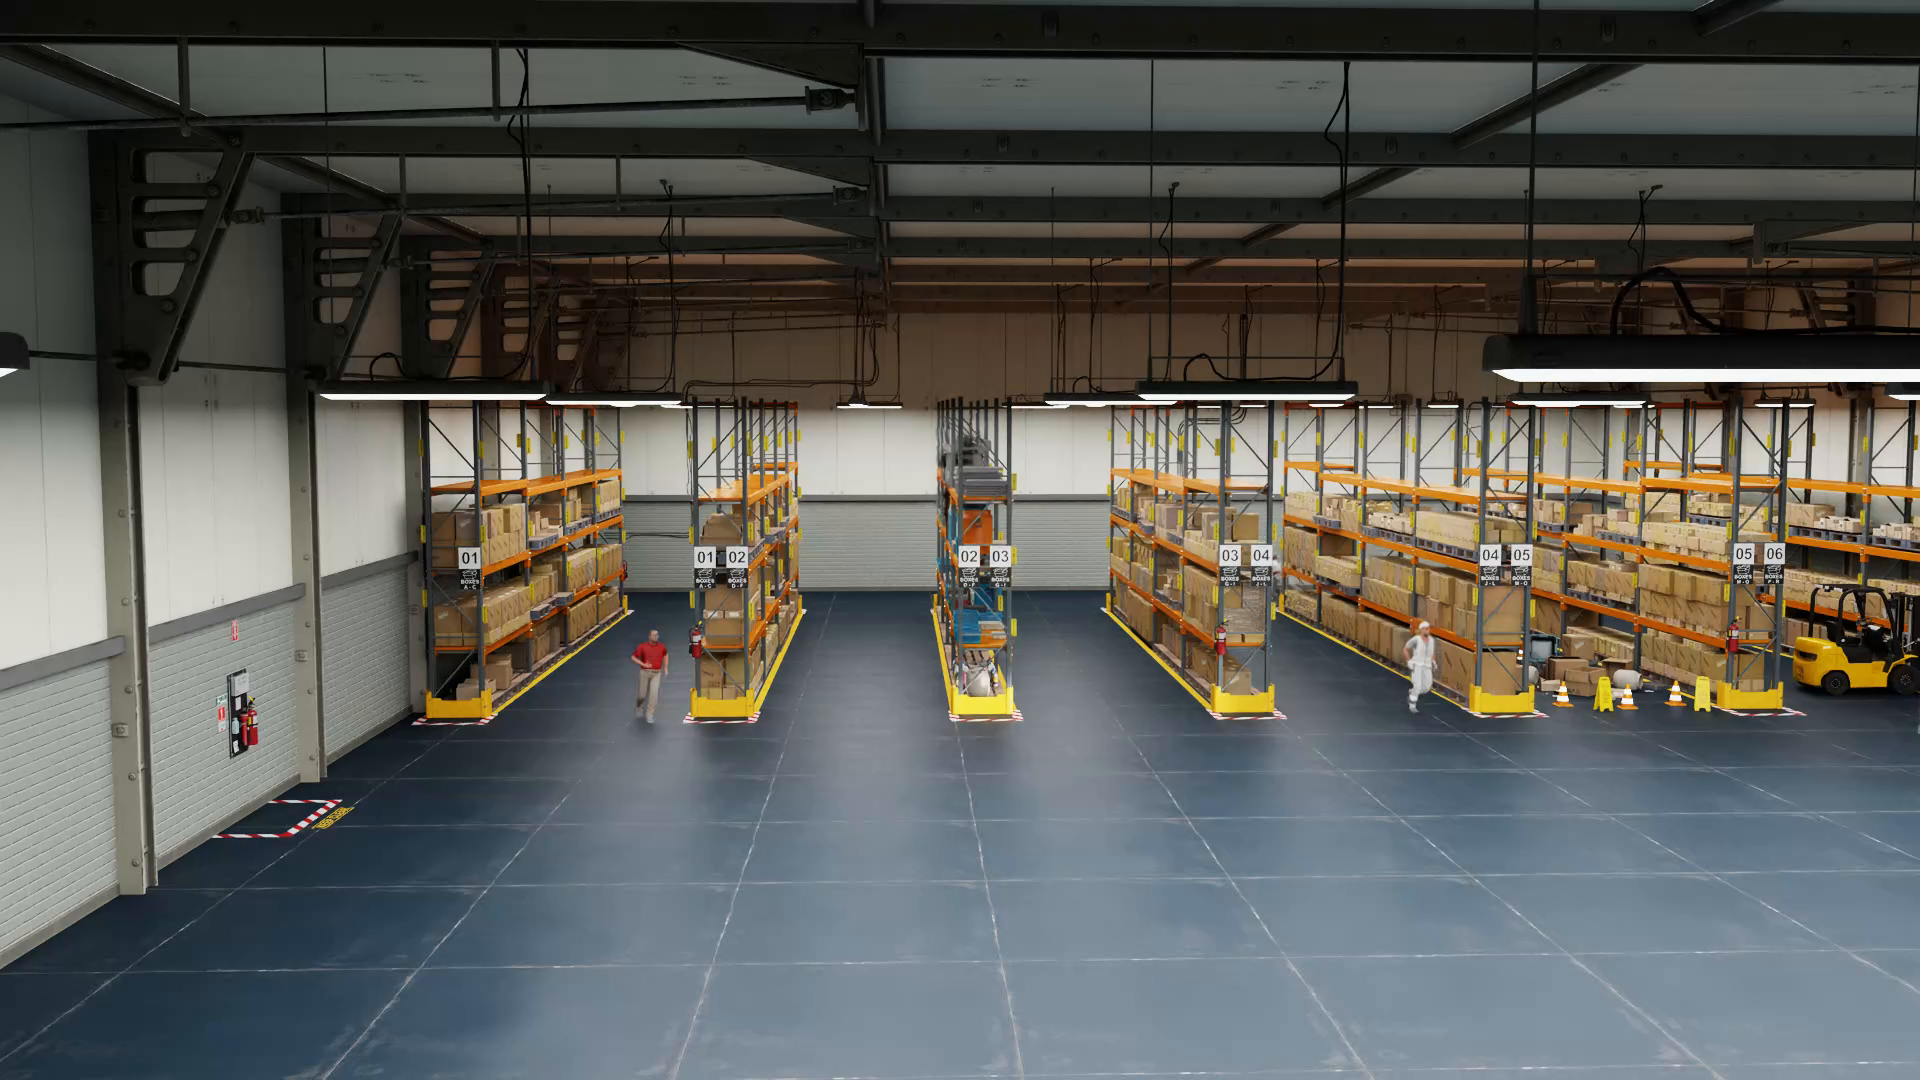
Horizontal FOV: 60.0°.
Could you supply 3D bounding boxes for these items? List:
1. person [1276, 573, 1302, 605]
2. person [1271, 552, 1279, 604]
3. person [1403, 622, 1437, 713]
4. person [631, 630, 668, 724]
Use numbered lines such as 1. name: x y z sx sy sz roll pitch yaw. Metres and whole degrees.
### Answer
1. person: 9.767 1.059 48.929 0.988 1.774 0.743 -1 4 -7
2. person: 9.195 1.143 48.886 0.600 1.639 0.666 -1 5 -14
3. person: 8.793 2.416 31.759 0.702 1.721 0.575 -1 5 -13
4. person: -5.697 2.506 30.701 0.718 1.680 0.901 -2 5 -21
